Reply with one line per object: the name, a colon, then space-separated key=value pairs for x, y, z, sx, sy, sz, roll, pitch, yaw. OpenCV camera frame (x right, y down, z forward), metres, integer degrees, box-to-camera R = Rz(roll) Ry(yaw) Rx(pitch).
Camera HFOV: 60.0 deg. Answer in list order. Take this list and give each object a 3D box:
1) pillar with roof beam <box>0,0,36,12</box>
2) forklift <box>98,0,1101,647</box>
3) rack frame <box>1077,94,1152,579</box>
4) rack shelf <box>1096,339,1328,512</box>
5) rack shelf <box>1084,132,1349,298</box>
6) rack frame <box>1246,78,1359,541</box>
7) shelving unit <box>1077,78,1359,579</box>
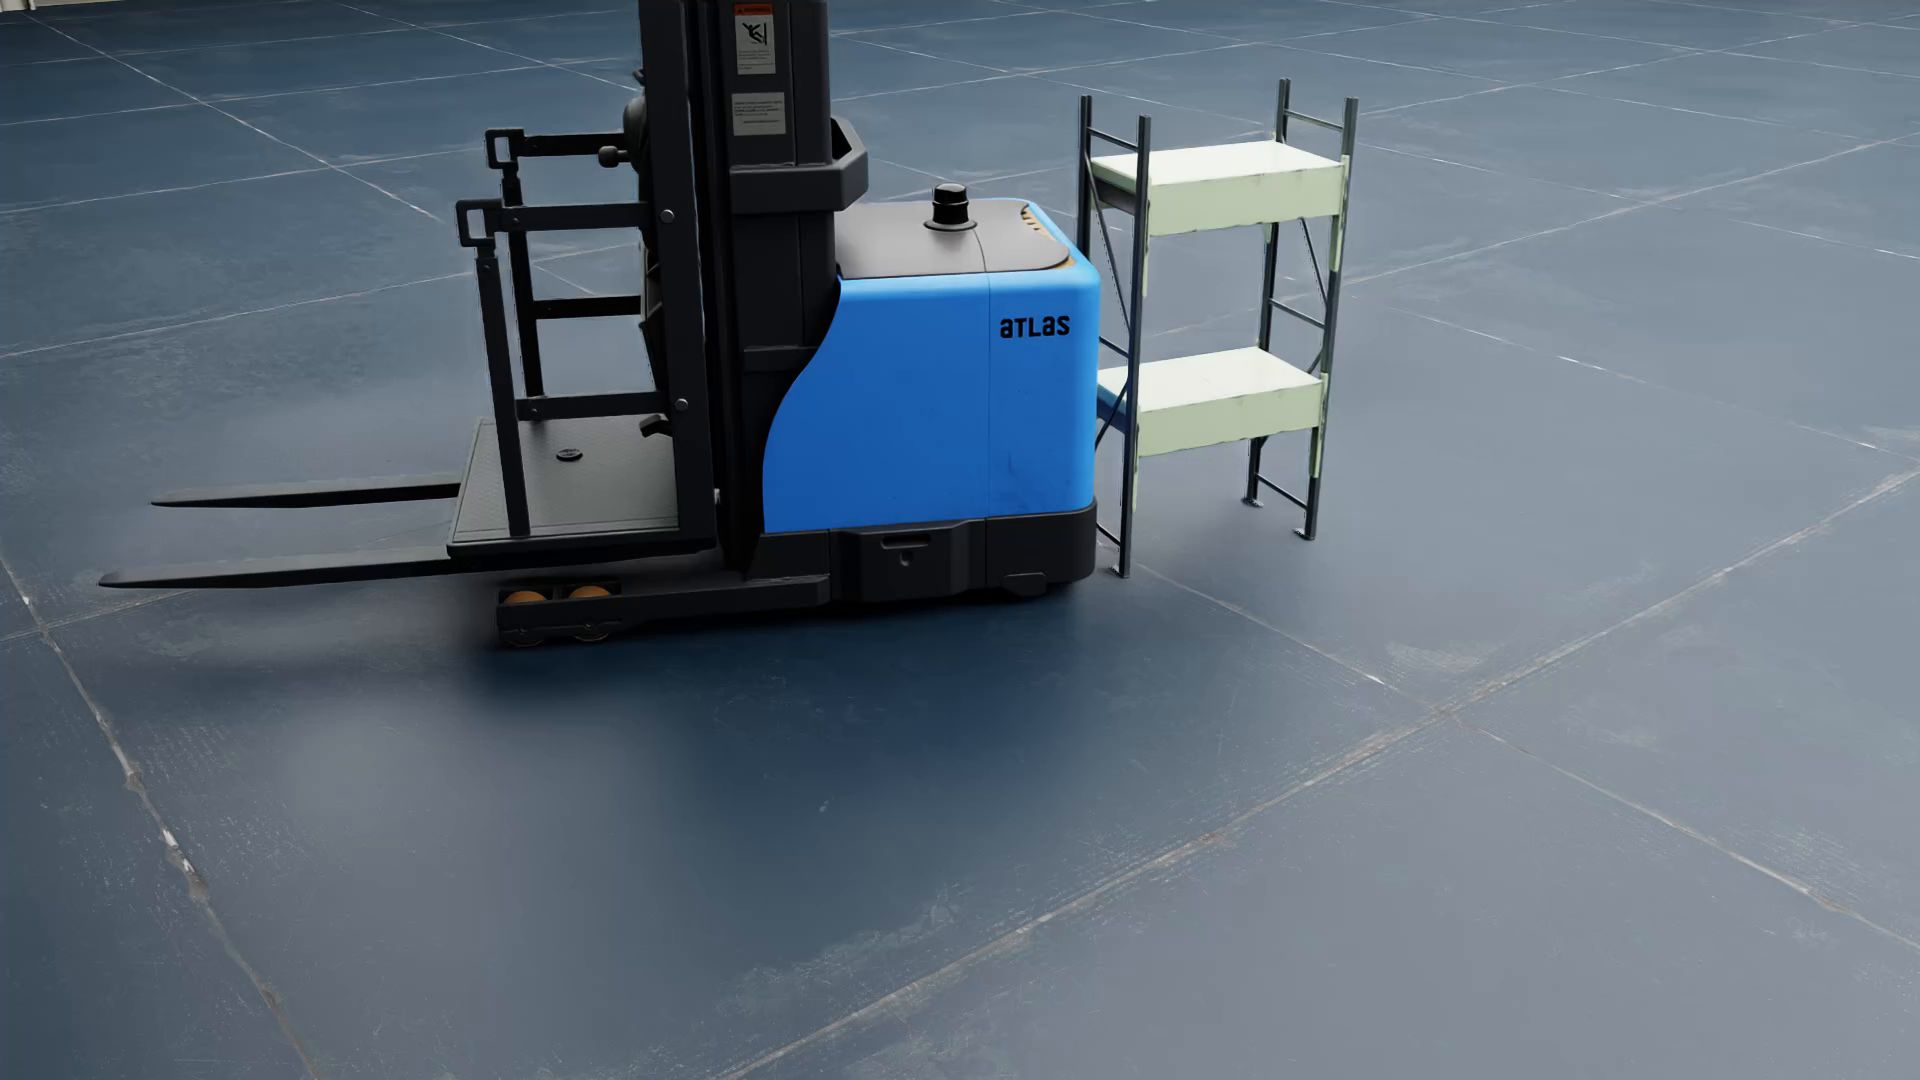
pillar with roof beam: x=-7.810 y=-8.521 z=13.421 sx=0.400 sy=9.000 sz=9.100 roll=-18 pitch=31 yaw=-34
forklift: x=-1.130 y=-1.245 z=4.952 sx=3.031 sy=2.935 sz=1.130 roll=-4 pitch=25 yaw=-9
rack frame: x=0.468 y=-0.630 z=5.327 sx=0.023 sy=1.500 sz=0.400 roll=-11 pitch=27 yaw=-22
rack shelf: x=0.802 y=-0.397 z=5.599 sx=0.720 sy=0.370 sz=0.431 roll=-11 pitch=27 yaw=-22
rack shelf: x=0.802 y=-1.047 z=5.297 sx=0.720 sy=0.370 sz=0.431 roll=-11 pitch=27 yaw=-22
rack frame: x=1.137 y=-0.755 z=5.596 sx=0.023 sy=1.500 sz=0.400 roll=-11 pitch=27 yaw=-22
shelving unit: x=0.802 y=-0.693 z=5.461 sx=0.755 sy=1.500 sz=0.431 roll=-11 pitch=27 yaw=-22
